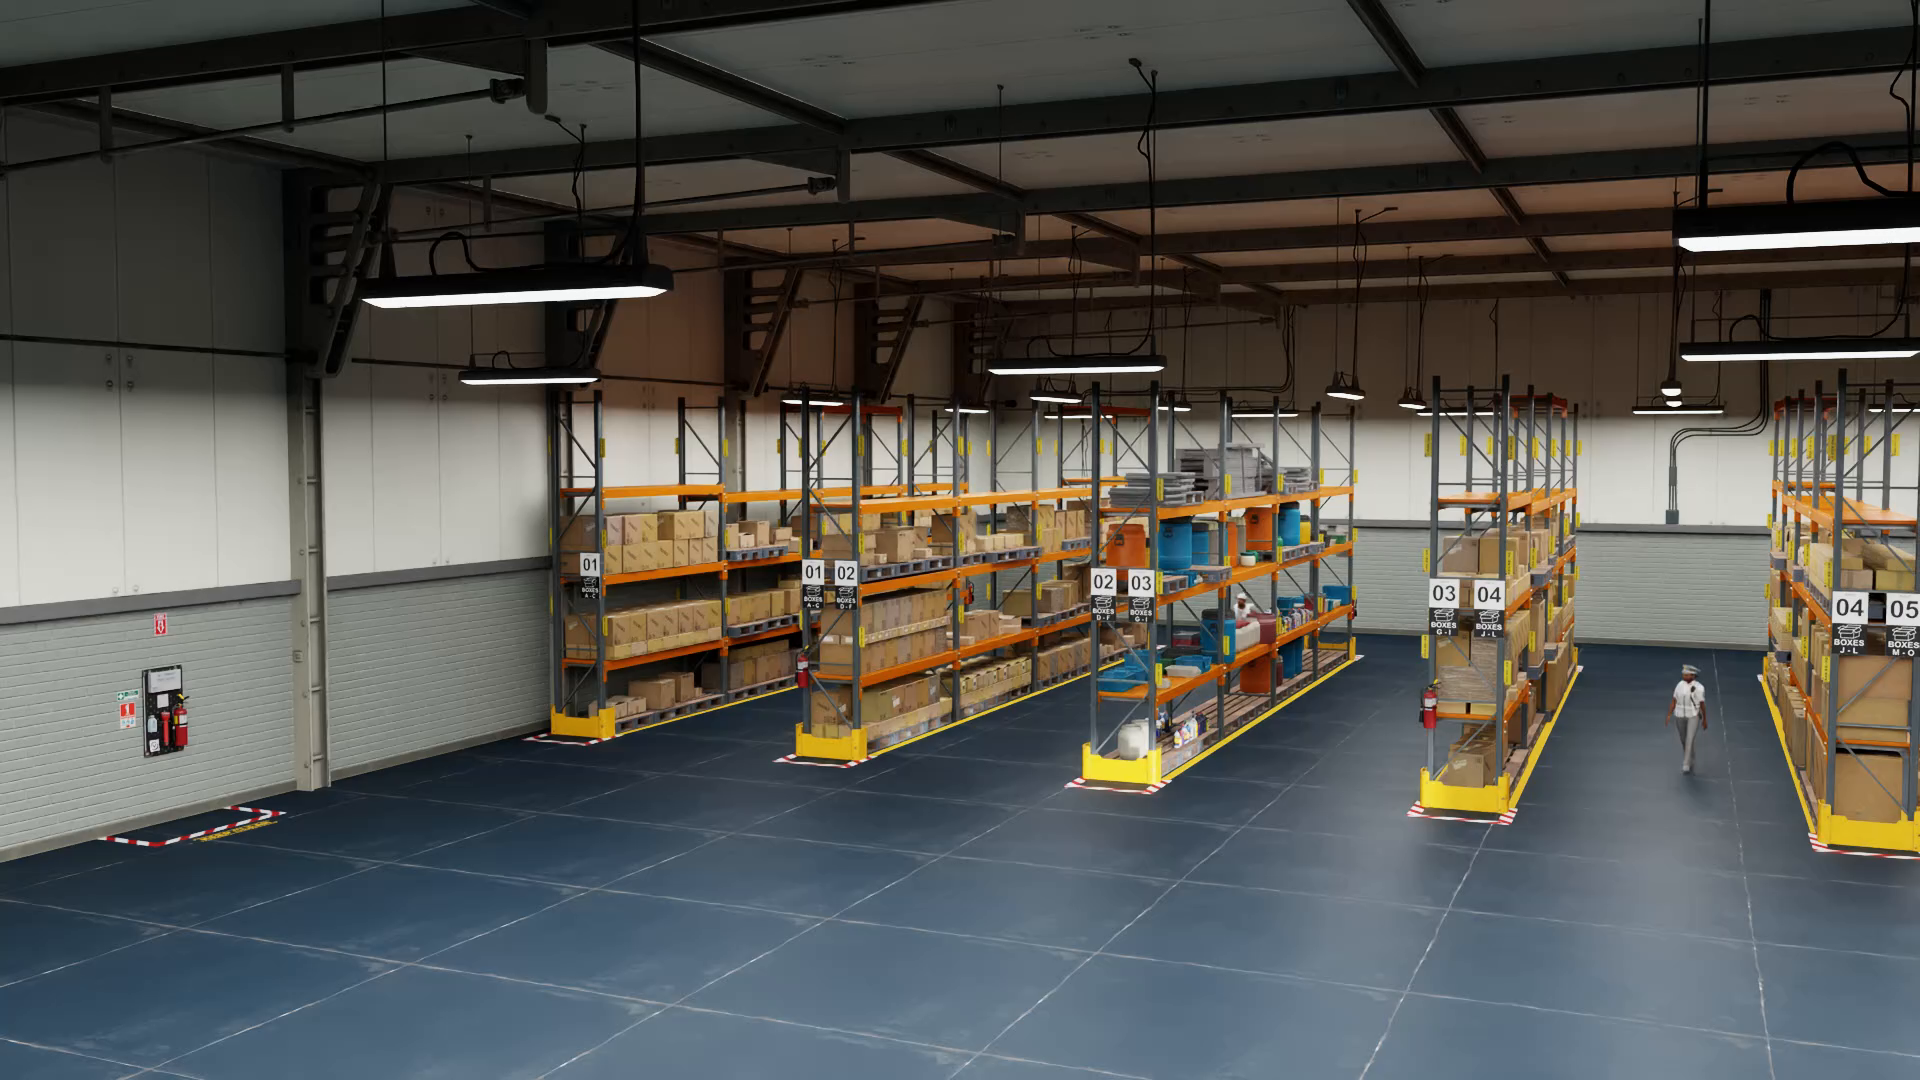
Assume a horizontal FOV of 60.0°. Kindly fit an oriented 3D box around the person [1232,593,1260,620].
[{"bbox_3d":[6.568,2.051,38.271,0.718,1.683,0.649,2,4,33],"label":"person"}]

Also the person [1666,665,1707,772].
[{"bbox_3d":[11.296,2.745,25.864,0.564,1.620,1.030,3,4,41],"label":"person"}]
